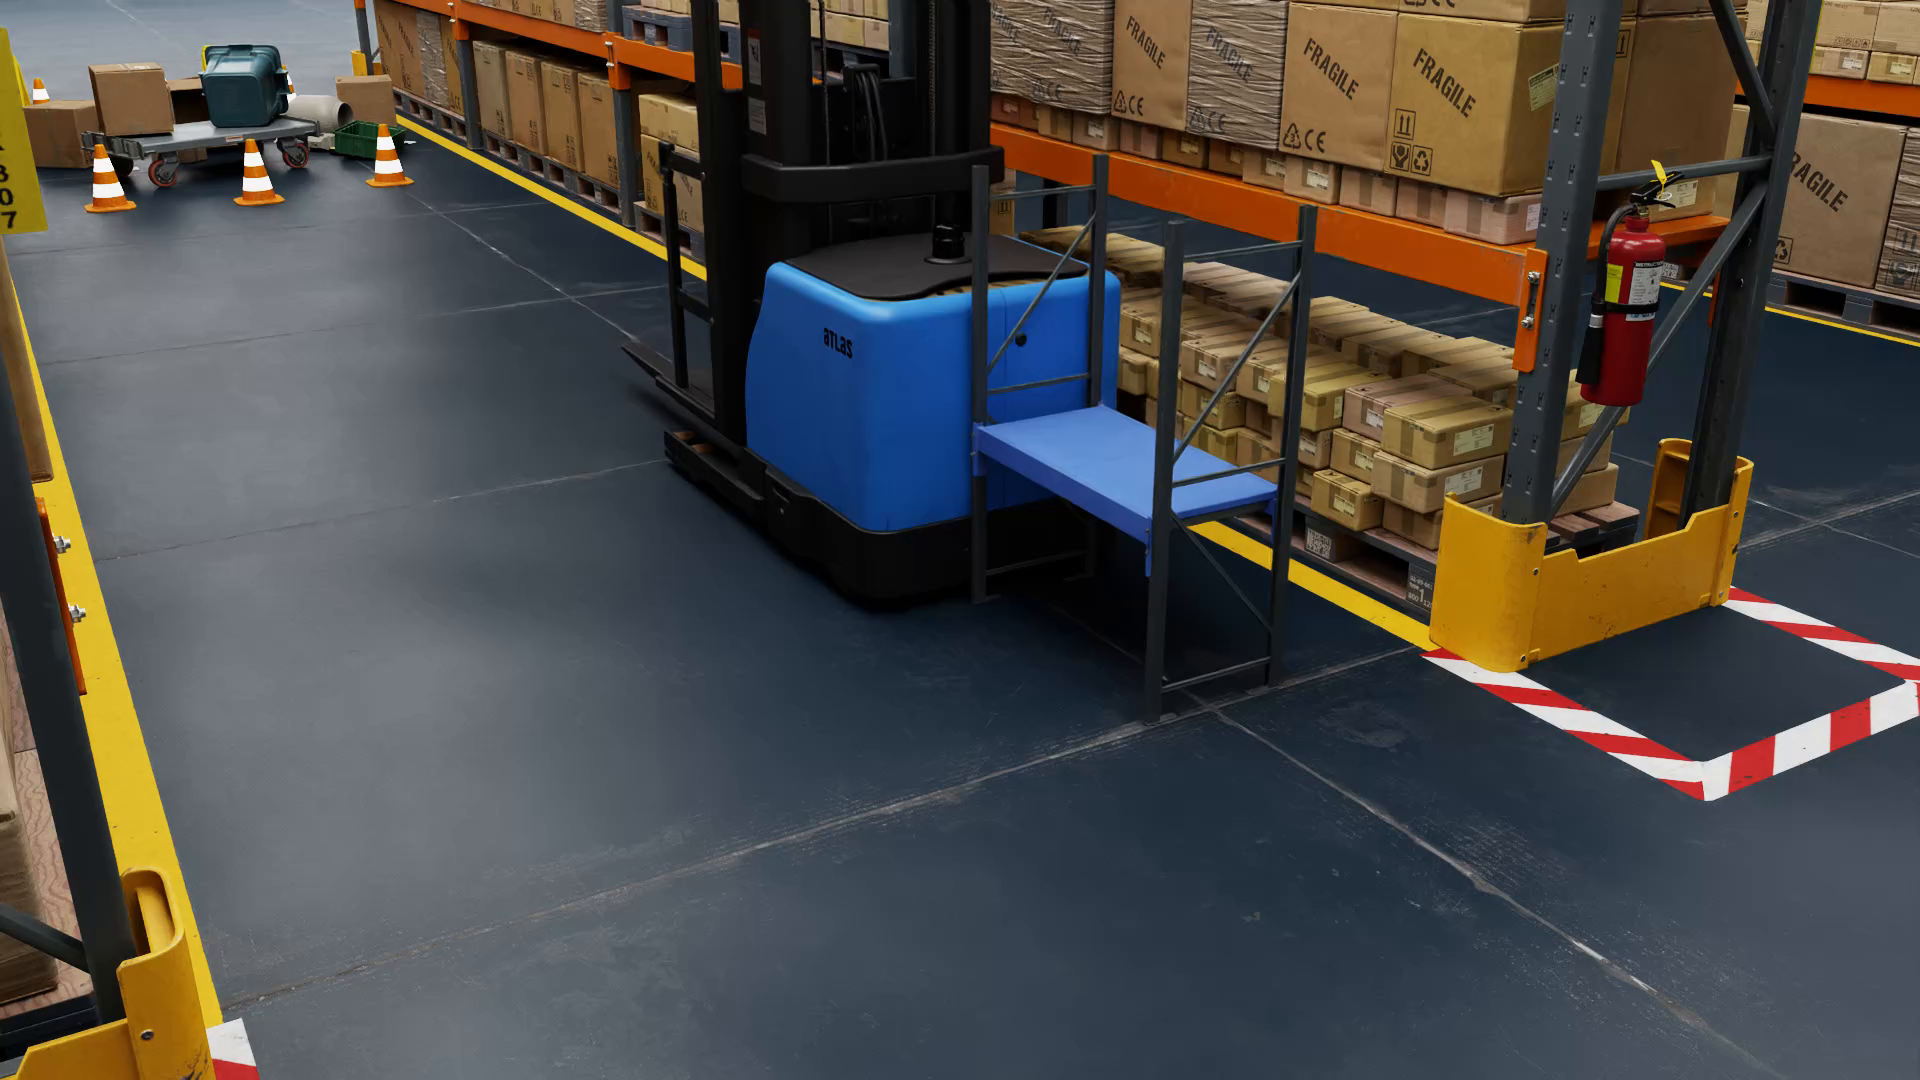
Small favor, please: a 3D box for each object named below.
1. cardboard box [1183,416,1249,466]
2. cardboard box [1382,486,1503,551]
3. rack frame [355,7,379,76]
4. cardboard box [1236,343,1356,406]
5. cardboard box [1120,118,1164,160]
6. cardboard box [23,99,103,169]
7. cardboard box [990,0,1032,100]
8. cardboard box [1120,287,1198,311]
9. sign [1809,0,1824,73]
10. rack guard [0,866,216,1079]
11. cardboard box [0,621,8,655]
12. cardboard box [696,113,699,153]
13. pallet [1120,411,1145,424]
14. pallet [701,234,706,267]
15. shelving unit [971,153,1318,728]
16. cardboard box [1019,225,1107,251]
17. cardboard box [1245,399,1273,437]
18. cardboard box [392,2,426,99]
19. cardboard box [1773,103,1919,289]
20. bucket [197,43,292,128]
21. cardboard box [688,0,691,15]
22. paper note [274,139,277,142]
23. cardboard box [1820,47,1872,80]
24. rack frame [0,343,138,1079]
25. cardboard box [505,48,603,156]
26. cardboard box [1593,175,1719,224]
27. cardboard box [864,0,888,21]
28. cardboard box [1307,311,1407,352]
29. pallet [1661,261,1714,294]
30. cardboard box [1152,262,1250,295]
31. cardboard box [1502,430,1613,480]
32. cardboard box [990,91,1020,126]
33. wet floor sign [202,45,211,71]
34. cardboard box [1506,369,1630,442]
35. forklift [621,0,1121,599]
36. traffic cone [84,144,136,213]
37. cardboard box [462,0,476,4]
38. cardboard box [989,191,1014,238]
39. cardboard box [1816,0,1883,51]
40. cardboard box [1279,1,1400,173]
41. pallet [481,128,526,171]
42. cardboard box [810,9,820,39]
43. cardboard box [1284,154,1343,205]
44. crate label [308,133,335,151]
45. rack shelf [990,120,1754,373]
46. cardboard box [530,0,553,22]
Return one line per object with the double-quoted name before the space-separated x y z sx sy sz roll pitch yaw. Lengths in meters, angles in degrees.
"cardboard box" 1.108 -0.419 6.588 0.380 0.149 0.250 -14 26 -31
"cardboard box" 1.709 -0.105 5.816 0.380 0.149 0.250 -12 25 -27
"rack frame" -6.016 -6.281 17.780 1.000 3.000 0.127 -13 25 -28
"cardboard box" 1.270 -0.621 6.294 0.380 0.149 0.250 -14 26 -30
"cardboard box" 0.868 -1.630 6.673 0.380 0.149 0.250 -12 25 -26
"cardboard box" -7.554 -3.453 14.139 0.500 0.500 0.500 4 22 9
"cardboard box" 0.409 -2.213 7.244 0.500 0.500 0.500 -13 25 -28
"cardboard box" 0.796 -0.971 7.155 0.380 0.149 0.250 -14 26 -30
"sign" 2.623 -1.607 5.131 0.100 0.325 0.005 -13 25 -28
"rack guard" -2.035 1.049 3.066 1.175 0.500 0.348 -13 25 -28
"cardboard box" -3.404 0.095 4.940 0.875 0.438 0.875 -13 26 -30
"cardboard box" -1.285 -2.478 10.191 0.500 0.250 0.500 -12 25 -28
"pallet" 1.114 -0.498 7.257 1.003 0.211 1.213 -13 25 -28
"pallet" -0.913 -1.751 10.340 1.003 0.211 1.213 -13 25 -28
"shelving unit" 0.515 -0.355 5.193 0.538 1.500 1.048 -12 25 -27
"cardboard box" 0.519 -1.481 8.409 0.380 0.149 0.250 -12 25 -27
"cardboard box" 1.326 -0.504 6.400 0.380 0.149 0.250 -13 25 -29
"cardboard box" -5.162 -5.000 16.892 0.875 0.875 0.875 -13 26 -29
"cardboard box" 5.157 -2.007 9.530 0.875 0.875 0.875 -13 25 -28
"bucket" -6.024 -3.774 13.942 0.726 0.611 0.620 -4 32 -10
"cardboard box" -1.460 -3.324 10.282 0.380 0.149 0.250 -11 25 -26
"paper note" -6.240 -3.694 15.371 0.172 0.023 0.155 -4 22 -10
"cardboard box" 4.957 -2.622 9.112 0.380 0.149 0.250 -12 25 -28
"rack frame" -2.050 -0.116 2.613 0.949 2.616 0.053 -13 25 -28
"cardboard box" -3.089 -3.642 13.717 1.050 0.750 0.750 -13 25 -28
"cardboard box" 2.273 -1.153 5.498 0.380 0.149 0.250 -13 25 -29
"cardboard box" -0.259 -2.703 8.359 0.380 0.149 0.250 -12 25 -27
"cardboard box" 1.587 -0.814 6.769 0.380 0.149 0.250 -12 25 -26
"pallet" 4.750 -1.764 10.372 1.003 0.211 1.213 -13 25 -28
"cardboard box" 1.100 -1.157 7.613 0.380 0.149 0.250 -14 26 -31
"cardboard box" 2.110 -0.332 5.978 0.380 0.149 0.250 -11 25 -26
"cardboard box" 0.354 -1.980 7.532 0.380 0.149 0.250 -14 26 -31
"wet floor sign" -7.733 -4.819 17.309 0.267 0.644 0.232 -18 28 -37
"cardboard box" 2.181 -0.486 5.961 0.380 0.149 0.250 -14 26 -31
"forklift" -0.596 -1.669 6.526 1.130 2.935 3.031 -12 25 -27
"traffic cone" -6.340 -2.694 12.324 0.336 0.463 0.334 -13 25 -28
"cardboard box" -3.936 -4.810 14.029 0.500 0.500 0.500 -12 25 -28
"cardboard box" -0.036 -1.723 9.329 0.500 0.500 0.500 -12 25 -26
"cardboard box" 4.963 -2.855 9.156 0.500 0.250 0.500 -12 25 -27
"cardboard box" 1.447 -1.549 5.611 0.500 0.500 0.500 -13 26 -29
"pallet" -3.514 -3.459 14.541 1.003 0.211 1.213 -13 25 -28
"cardboard box" -0.646 -2.811 9.020 0.380 0.149 0.250 -14 26 -31
"cardboard box" 1.361 -1.280 5.811 0.380 0.149 0.250 -12 25 -27
"crate label" -5.692 -3.568 14.908 0.250 0.136 0.298 8 23 18
"rack shelf" 1.135 -1.415 6.766 1.077 0.370 4.000 -13 25 -28
"cardboard box" -2.900 -4.155 12.418 0.500 0.500 0.500 -13 26 -29
